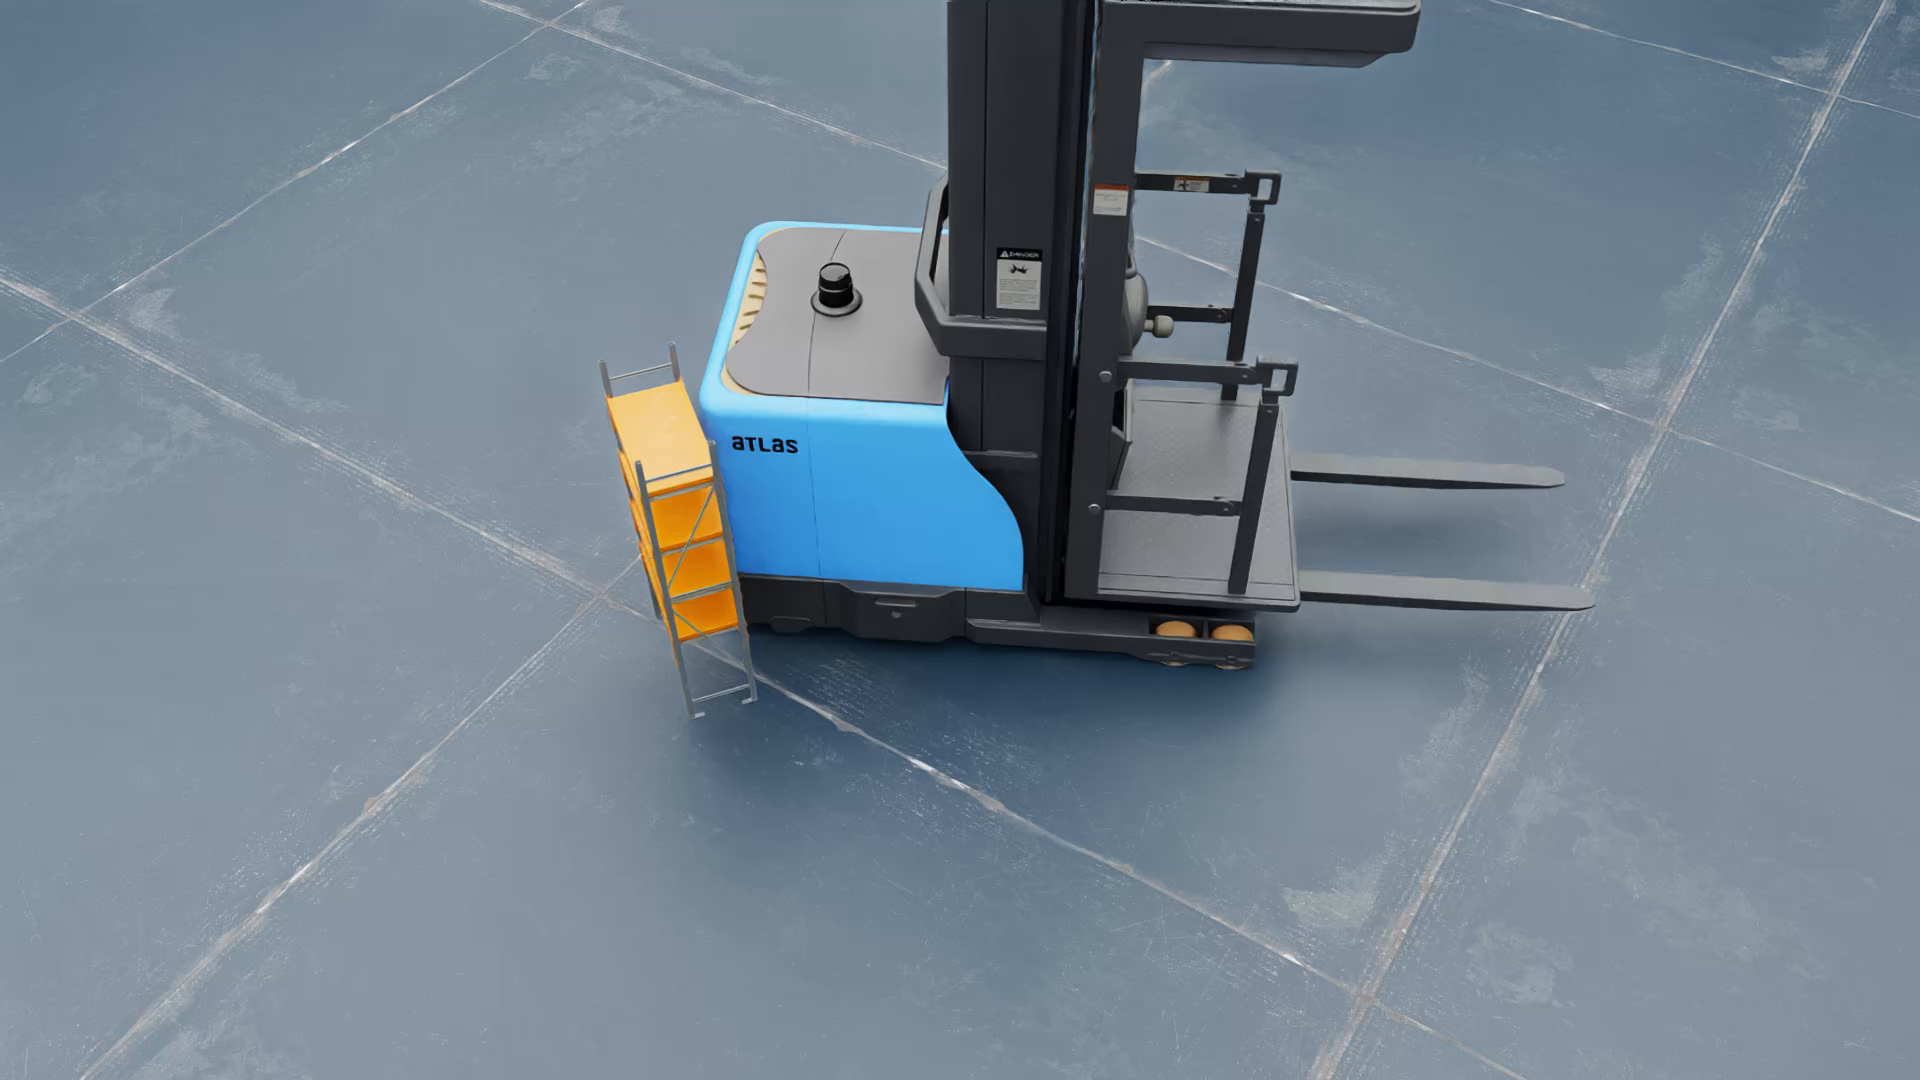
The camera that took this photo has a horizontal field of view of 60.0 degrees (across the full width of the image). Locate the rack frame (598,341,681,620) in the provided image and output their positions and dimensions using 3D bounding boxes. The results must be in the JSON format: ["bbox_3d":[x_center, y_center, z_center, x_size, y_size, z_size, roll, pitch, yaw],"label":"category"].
[{"bbox_3d":[-0.990,-0.166,5.571,0.240,1.200,0.015,-16,48,-14],"label":"rack frame"}]

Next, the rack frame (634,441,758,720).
[{"bbox_3d":[-0.818,0.161,5.253,0.240,1.200,0.015,-16,48,-14],"label":"rack frame"}]

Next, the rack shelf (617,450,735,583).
[{"bbox_3d":[-0.906,-0.111,5.299,0.258,0.148,0.480,-16,48,-14],"label":"rack shelf"}]

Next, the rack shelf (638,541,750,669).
[{"bbox_3d":[-0.900,0.182,5.604,0.258,0.148,0.480,-16,48,-14],"label":"rack shelf"}]

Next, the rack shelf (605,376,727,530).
[{"bbox_3d":[-0.910,-0.274,5.129,0.258,0.148,0.480,-16,48,-14],"label":"rack shelf"}]

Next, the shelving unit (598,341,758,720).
[{"bbox_3d":[-0.904,-0.002,5.412,0.258,1.200,0.503,-16,48,-14],"label":"shelving unit"}]

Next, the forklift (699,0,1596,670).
[{"bbox_3d":[0.706,-0.969,5.148,3.031,2.935,1.130,4,46,3],"label":"forklift"}]

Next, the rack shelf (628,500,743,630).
[{"bbox_3d":[-0.903,0.044,5.461,0.258,0.148,0.480,-16,48,-14],"label":"rack shelf"}]
